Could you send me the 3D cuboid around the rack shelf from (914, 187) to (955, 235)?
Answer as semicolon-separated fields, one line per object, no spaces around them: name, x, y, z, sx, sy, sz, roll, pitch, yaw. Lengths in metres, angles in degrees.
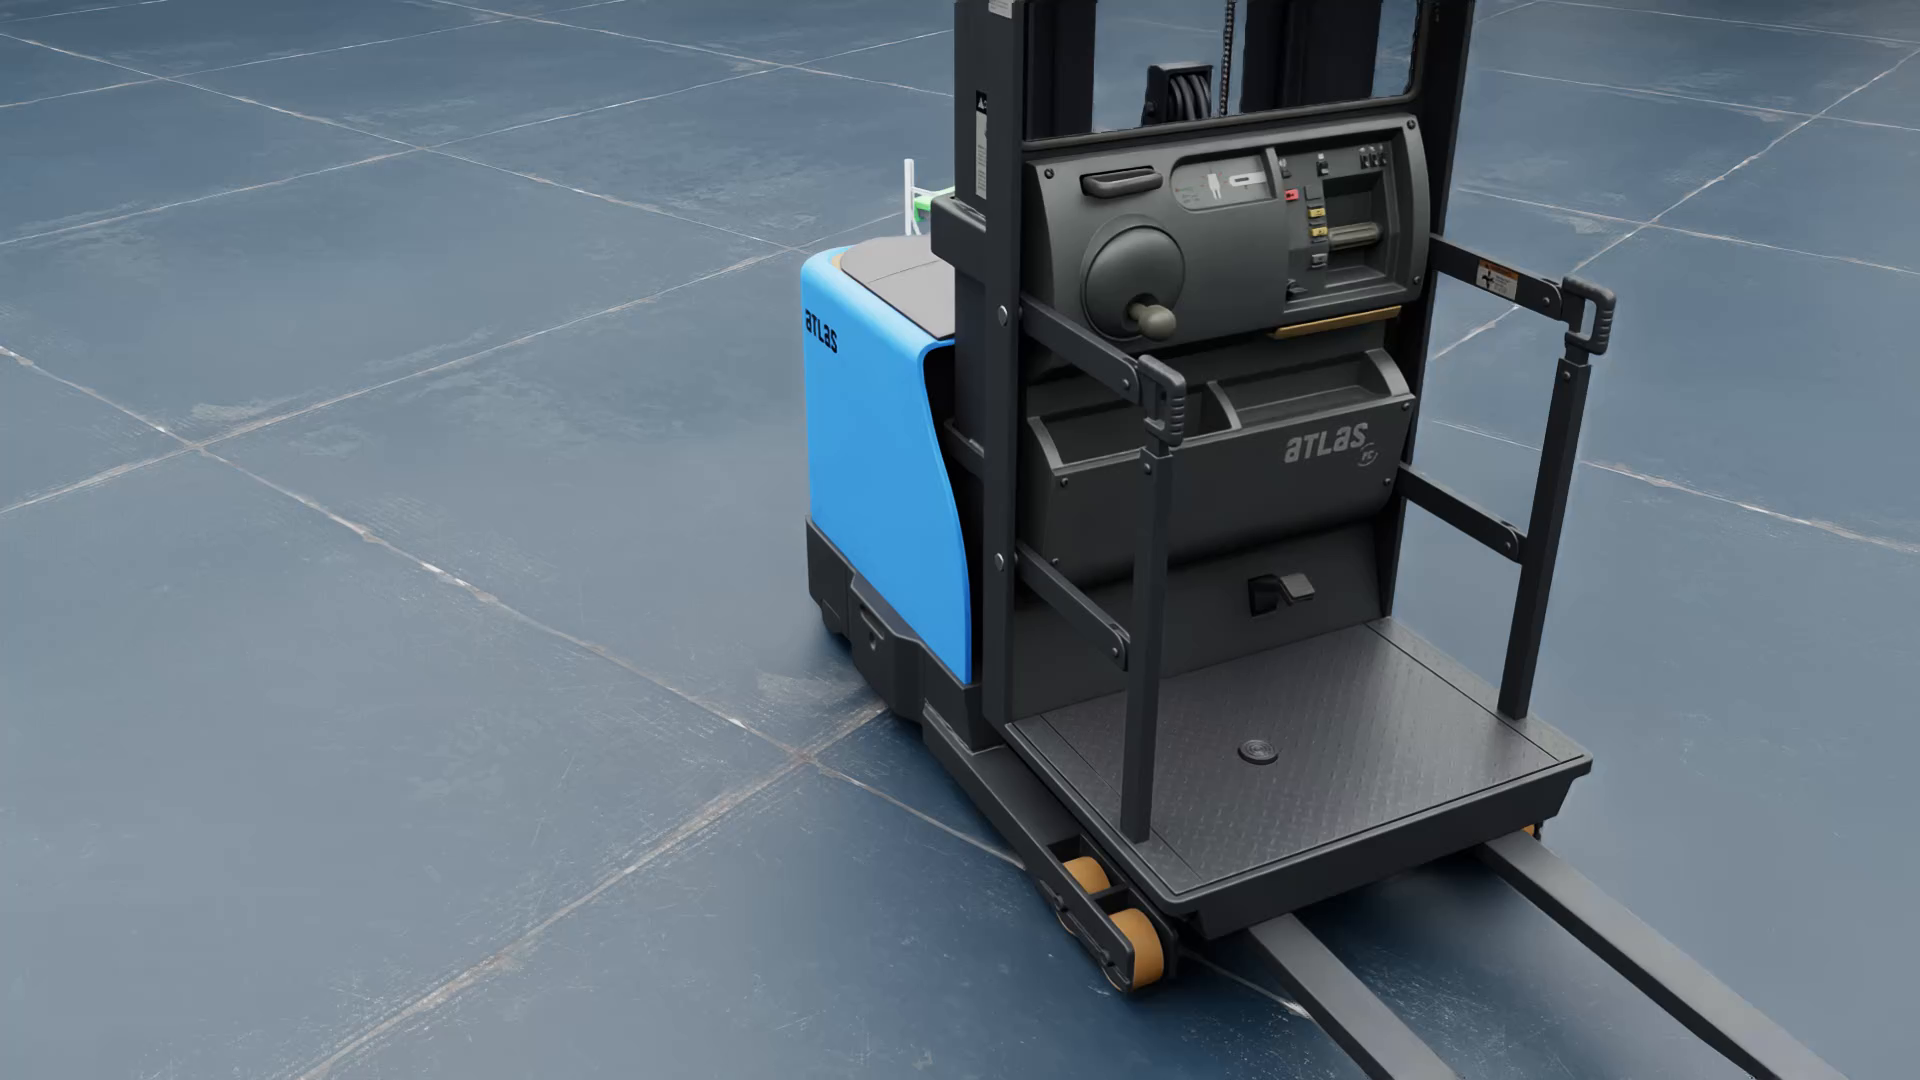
rack shelf;0.100;-0.967;4.907;0.258;0.148;0.480;23;35;36

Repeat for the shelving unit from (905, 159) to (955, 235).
shelving unit;0.100;-0.597;5.098;0.258;1.200;0.503;23;35;36

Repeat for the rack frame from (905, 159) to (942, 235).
rack frame;-0.063;-0.514;4.937;0.240;1.200;0.015;23;35;36

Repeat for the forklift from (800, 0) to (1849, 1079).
forklift;0.672;-0.602;3.224;1.130;2.935;3.031;-13;30;-23
